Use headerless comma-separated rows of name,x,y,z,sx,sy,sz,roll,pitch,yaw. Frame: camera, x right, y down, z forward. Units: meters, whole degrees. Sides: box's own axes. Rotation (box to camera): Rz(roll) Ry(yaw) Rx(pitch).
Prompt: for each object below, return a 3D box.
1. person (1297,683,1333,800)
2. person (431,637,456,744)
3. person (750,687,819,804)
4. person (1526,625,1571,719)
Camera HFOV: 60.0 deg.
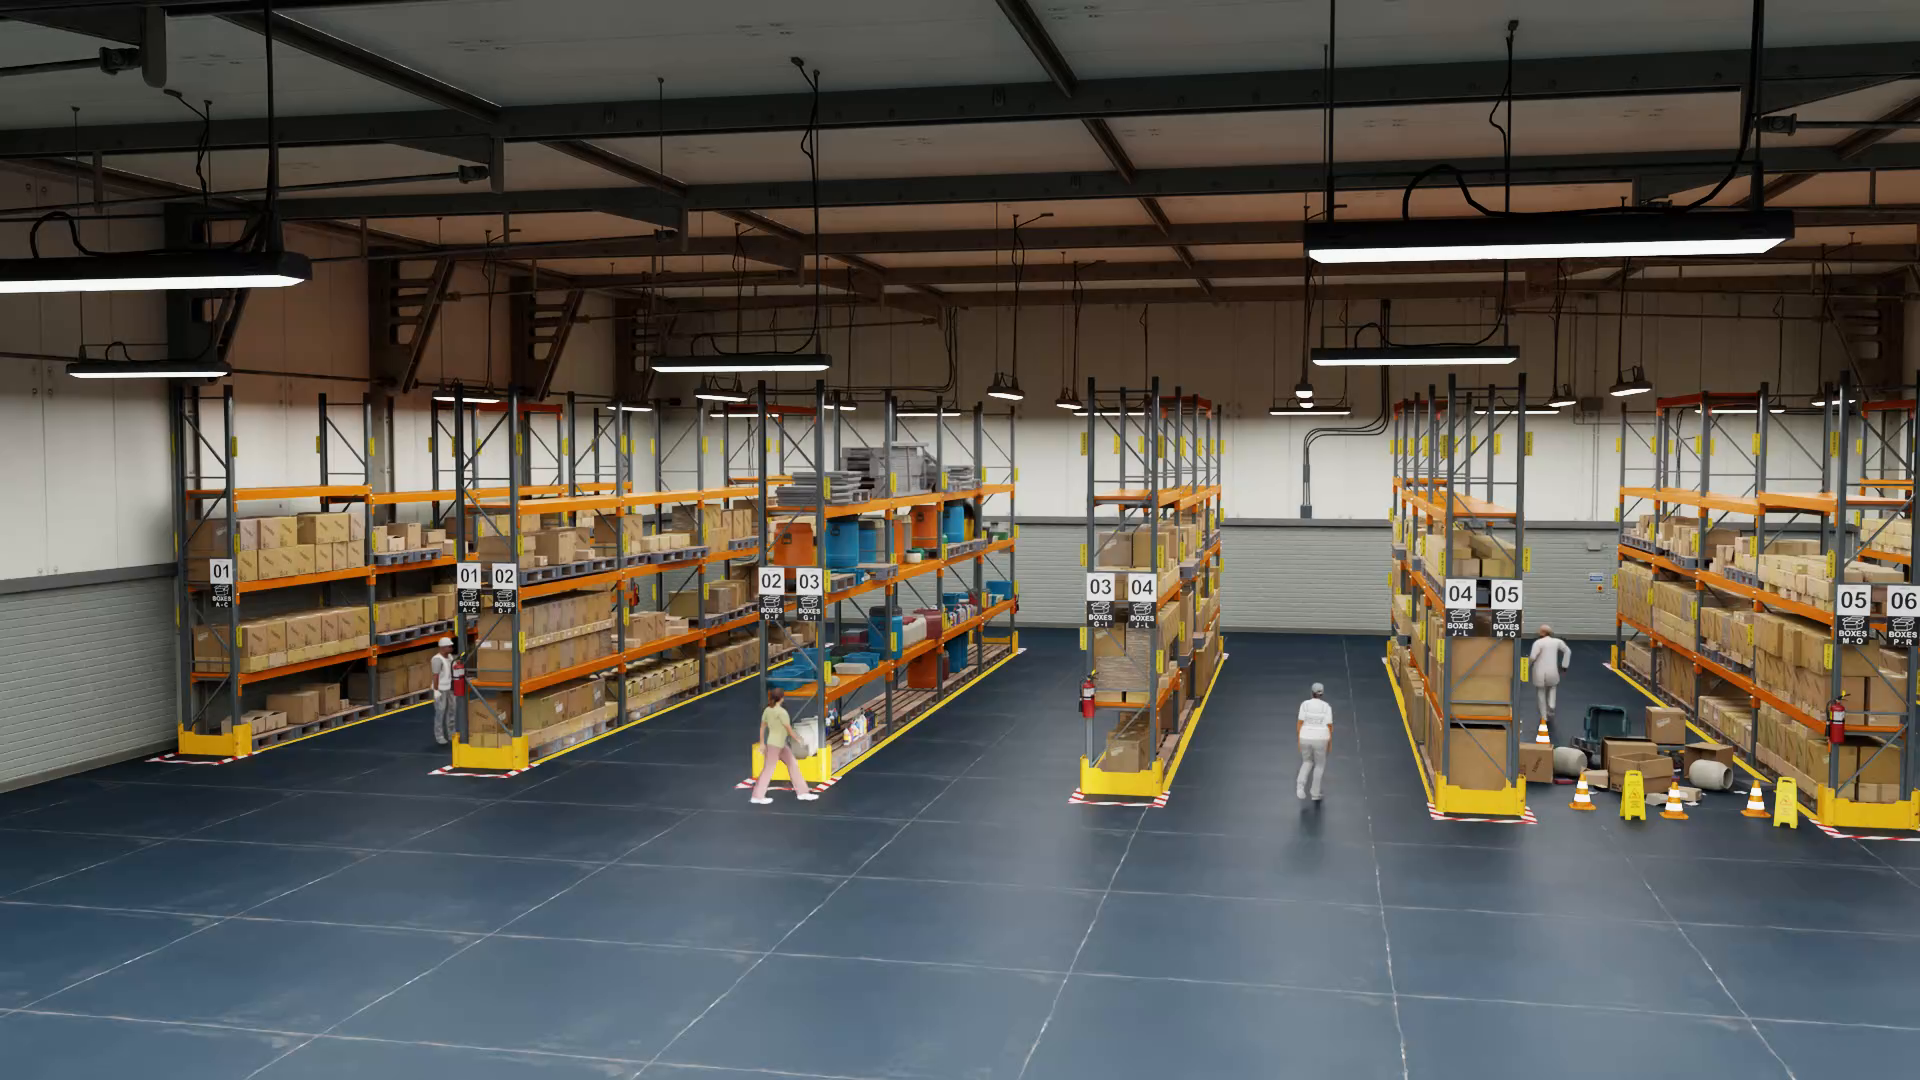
person,5.013,2.845,23.469,0.478,1.658,0.475,3,4,39
person,-8.689,2.539,28.069,0.449,1.799,0.584,1,3,17
person,-2.455,2.860,23.184,0.938,1.627,0.418,0,3,0
person,10.799,2.438,30.523,0.782,1.757,0.641,1,3,17
